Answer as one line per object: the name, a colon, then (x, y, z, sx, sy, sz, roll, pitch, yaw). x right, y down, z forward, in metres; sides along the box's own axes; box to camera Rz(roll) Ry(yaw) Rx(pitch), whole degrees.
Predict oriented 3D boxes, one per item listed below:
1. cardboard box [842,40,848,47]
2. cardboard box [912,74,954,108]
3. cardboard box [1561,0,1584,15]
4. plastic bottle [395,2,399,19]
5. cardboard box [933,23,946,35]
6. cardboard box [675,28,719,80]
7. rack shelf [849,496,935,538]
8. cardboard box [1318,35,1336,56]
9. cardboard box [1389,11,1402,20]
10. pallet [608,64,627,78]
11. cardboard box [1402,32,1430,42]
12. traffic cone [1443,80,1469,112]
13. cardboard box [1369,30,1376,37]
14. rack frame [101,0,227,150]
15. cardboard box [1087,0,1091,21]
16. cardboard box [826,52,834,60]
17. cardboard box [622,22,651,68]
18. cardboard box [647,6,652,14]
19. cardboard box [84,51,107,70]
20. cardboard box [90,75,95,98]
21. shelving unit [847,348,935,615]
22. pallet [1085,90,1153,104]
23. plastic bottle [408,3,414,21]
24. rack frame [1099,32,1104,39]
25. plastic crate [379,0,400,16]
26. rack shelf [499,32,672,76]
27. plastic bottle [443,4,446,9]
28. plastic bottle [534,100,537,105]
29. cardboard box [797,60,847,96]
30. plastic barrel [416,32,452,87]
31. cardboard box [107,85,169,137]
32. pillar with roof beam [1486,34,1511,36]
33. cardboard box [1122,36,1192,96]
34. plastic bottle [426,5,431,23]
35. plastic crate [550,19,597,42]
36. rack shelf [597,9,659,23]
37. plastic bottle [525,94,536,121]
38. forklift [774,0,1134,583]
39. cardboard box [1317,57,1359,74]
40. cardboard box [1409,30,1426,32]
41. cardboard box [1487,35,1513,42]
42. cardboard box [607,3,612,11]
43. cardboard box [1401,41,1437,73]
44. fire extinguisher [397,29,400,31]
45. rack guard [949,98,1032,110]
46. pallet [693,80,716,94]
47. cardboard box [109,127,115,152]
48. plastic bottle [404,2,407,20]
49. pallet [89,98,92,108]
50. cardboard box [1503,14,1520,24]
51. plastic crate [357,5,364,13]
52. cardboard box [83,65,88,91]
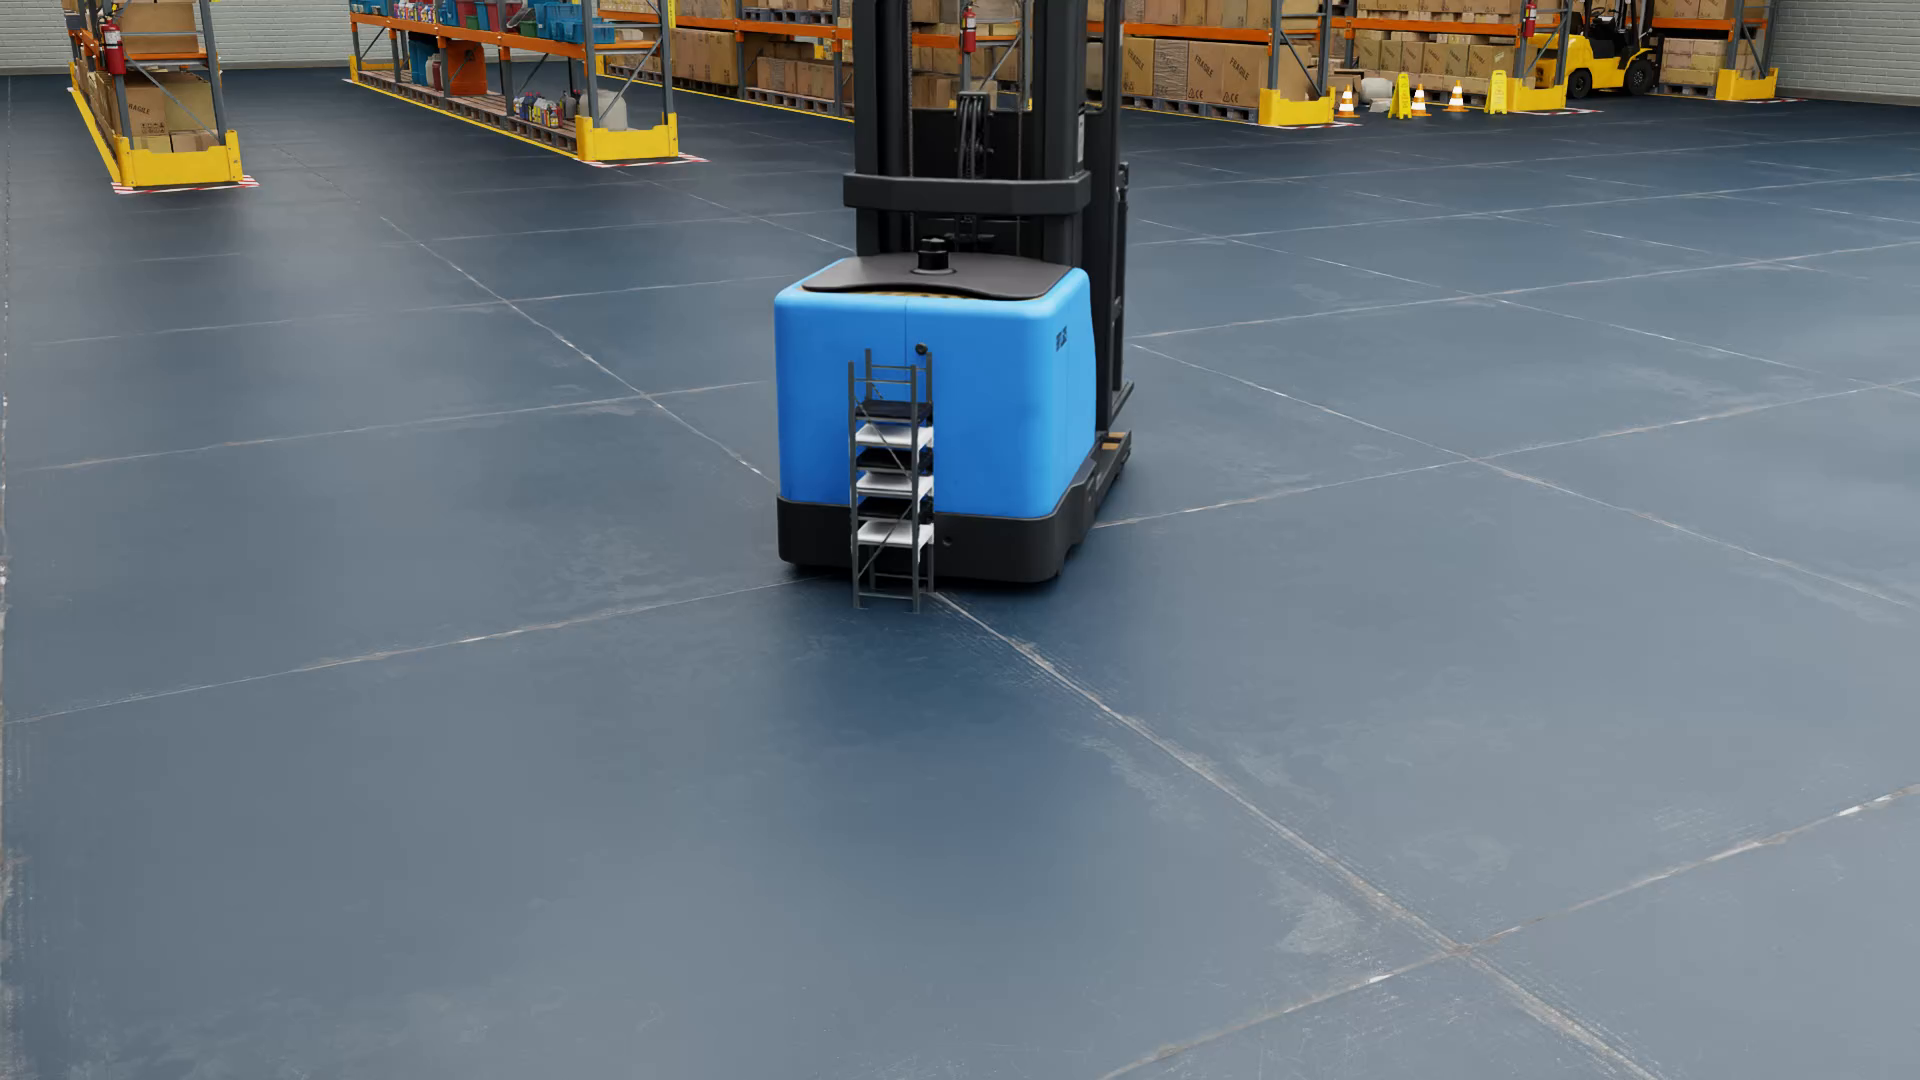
cardboard box: (-2.333, -10.805, 36.161, 0.380, 0.149, 0.250, -11, 22, -29)
cardboard box: (-0.409, -6.303, 23.486, 0.500, 0.500, 0.500, -8, 21, -22)
cardboard box: (11.637, -10.088, 31.113, 0.500, 0.500, 0.500, -11, 22, -28)
plastic bottle: (-9.727, -9.168, 28.780, 0.061, 0.283, 0.133, -10, 21, -27)
cardboard box: (-0.131, -6.822, 22.187, 0.380, 0.149, 0.250, -10, 21, -27)
cardboard box: (-4.484, -8.957, 30.603, 1.225, 0.875, 0.875, -11, 22, -29)
rack shelf: (-0.238, -0.086, 5.878, 0.258, 0.077, 0.200, 5, 20, 13)
cardboard box: (8.384, -11.052, 37.251, 0.500, 0.500, 0.500, -11, 22, -28)
cardboard box: (7.562, -8.967, 28.404, 0.380, 0.149, 0.250, -9, 21, -25)
pallet: (-6.681, -9.812, 34.744, 1.003, 0.211, 1.213, -10, 21, -27)
cardboard box: (7.715, -8.518, 28.144, 0.380, 0.149, 0.250, -9, 21, -24)
traffic cone: (7.850, -7.014, 26.249, 0.336, 0.463, 0.334, -10, 21, -27)
cardboard box: (9.056, -10.938, 35.926, 0.380, 0.149, 0.250, -11, 22, -28)
rack frame: (-8.252, -5.222, 17.165, 1.000, 3.000, 0.127, -10, 21, -27)
cardboard box: (2.259, -8.943, 27.797, 0.500, 0.500, 0.500, -10, 22, -27)
cardboard box: (-2.750, -10.738, 36.879, 0.380, 0.149, 0.250, -10, 21, -26)
cardboard box: (-6.323, -10.110, 33.944, 0.875, 0.875, 0.875, -10, 21, -27)
cardboard box: (-5.786, -10.192, 31.954, 0.380, 0.149, 0.250, -10, 21, -26)
cardboard box: (-12.732, -7.147, 24.752, 0.500, 0.250, 0.500, -9, 21, -25)
cardboard box: (-11.564, -6.190, 22.683, 0.500, 0.311, 0.500, -11, 22, -28)
shelving unit: (-0.238, -0.202, 5.838, 0.258, 0.900, 0.210, 5, 20, 13)
pallet: (2.549, -7.534, 28.142, 1.003, 0.211, 1.213, -10, 21, -27)
plastic bottle: (-9.155, -8.850, 27.869, 0.152, 0.276, 0.135, -10, 21, -27)
rack frame: (3.491, -11.735, 36.040, 1.000, 3.000, 0.127, -10, 21, -27)
plastic crate: (-10.111, -9.534, 29.596, 0.392, 0.384, 0.575, -10, 21, -27)
rack shelf: (-4.841, -6.222, 21.166, 1.077, 0.370, 4.000, -10, 21, -27)
plastic bottle: (-8.742, -8.996, 28.300, 0.097, 0.271, 0.097, 0, 19, 0)
plastic bottle: (-5.580, -5.668, 21.966, 0.097, 0.271, 0.097, 0, 19, 0)
cardboard box: (-2.180, -7.409, 26.663, 0.700, 0.500, 0.500, -12, 22, -31)
plastic barrel: (-9.010, -8.277, 28.593, 0.600, 0.901, 0.708, -10, 21, -27)
cardboard box: (-8.769, -4.583, 17.735, 0.500, 0.500, 0.500, -10, 21, -27)
pillar with roof beam: (7.381, -13.291, 31.353, 9.100, 9.000, 0.400, -10, 21, -27)
cardboard box: (3.219, -7.645, 26.802, 0.875, 0.875, 0.875, -10, 21, -26)
plastic bottle: (-8.498, -8.432, 26.665, 0.097, 0.271, 0.097, 0, 19, 0)
plastic crate: (-4.695, -6.202, 20.234, 0.499, 0.251, 0.408, -10, 21, -27)
rack shelf: (-6.180, -10.434, 33.373, 1.077, 0.370, 4.000, -10, 21, -27)
plastic bottle: (-5.683, -5.742, 22.058, 0.144, 0.351, 0.185, -11, 22, -29)
forklift: (0.165, -1.676, 6.996, 1.130, 2.935, 3.031, 5, 20, 13)
cardboard box: (7.039, -8.545, 30.180, 0.950, 0.372, 0.625, -10, 21, -26)
cardboard box: (9.784, -10.878, 35.751, 0.380, 0.149, 0.250, -9, 21, -24)
cardboard box: (10.678, -9.872, 33.637, 0.875, 0.625, 0.625, -11, 22, -29)
cardboard box: (-7.007, -10.929, 34.091, 0.380, 0.149, 0.250, -11, 22, -28)
cardboard box: (7.842, -8.179, 28.158, 0.500, 0.500, 0.500, -9, 21, -24)
fire extinguisher: (-11.160, -10.482, 33.099, 0.296, 0.674, 0.183, -10, 21, -27)
rack guard: (0.432, -5.595, 22.080, 1.175, 0.500, 0.348, -10, 21, -27)
pallet: (-4.214, -8.321, 30.422, 1.003, 0.211, 1.213, -10, 21, -27)
cardboard box: (-9.254, -4.513, 18.684, 0.500, 0.250, 0.500, -10, 21, -27)
plastic bottle: (-9.369, -8.951, 28.152, 0.061, 0.283, 0.133, -10, 21, -27)
pallet: (-13.531, -7.120, 26.943, 1.003, 0.211, 1.213, -10, 21, -27)
cardboard box: (8.823, -8.245, 26.313, 0.380, 0.149, 0.250, -9, 21, -25)
plastic crate: (-11.260, -10.063, 31.508, 0.250, 0.136, 0.298, -10, 21, -27)
cardboard box: (-13.672, -7.365, 26.533, 0.500, 0.500, 0.500, -10, 21, -26)
